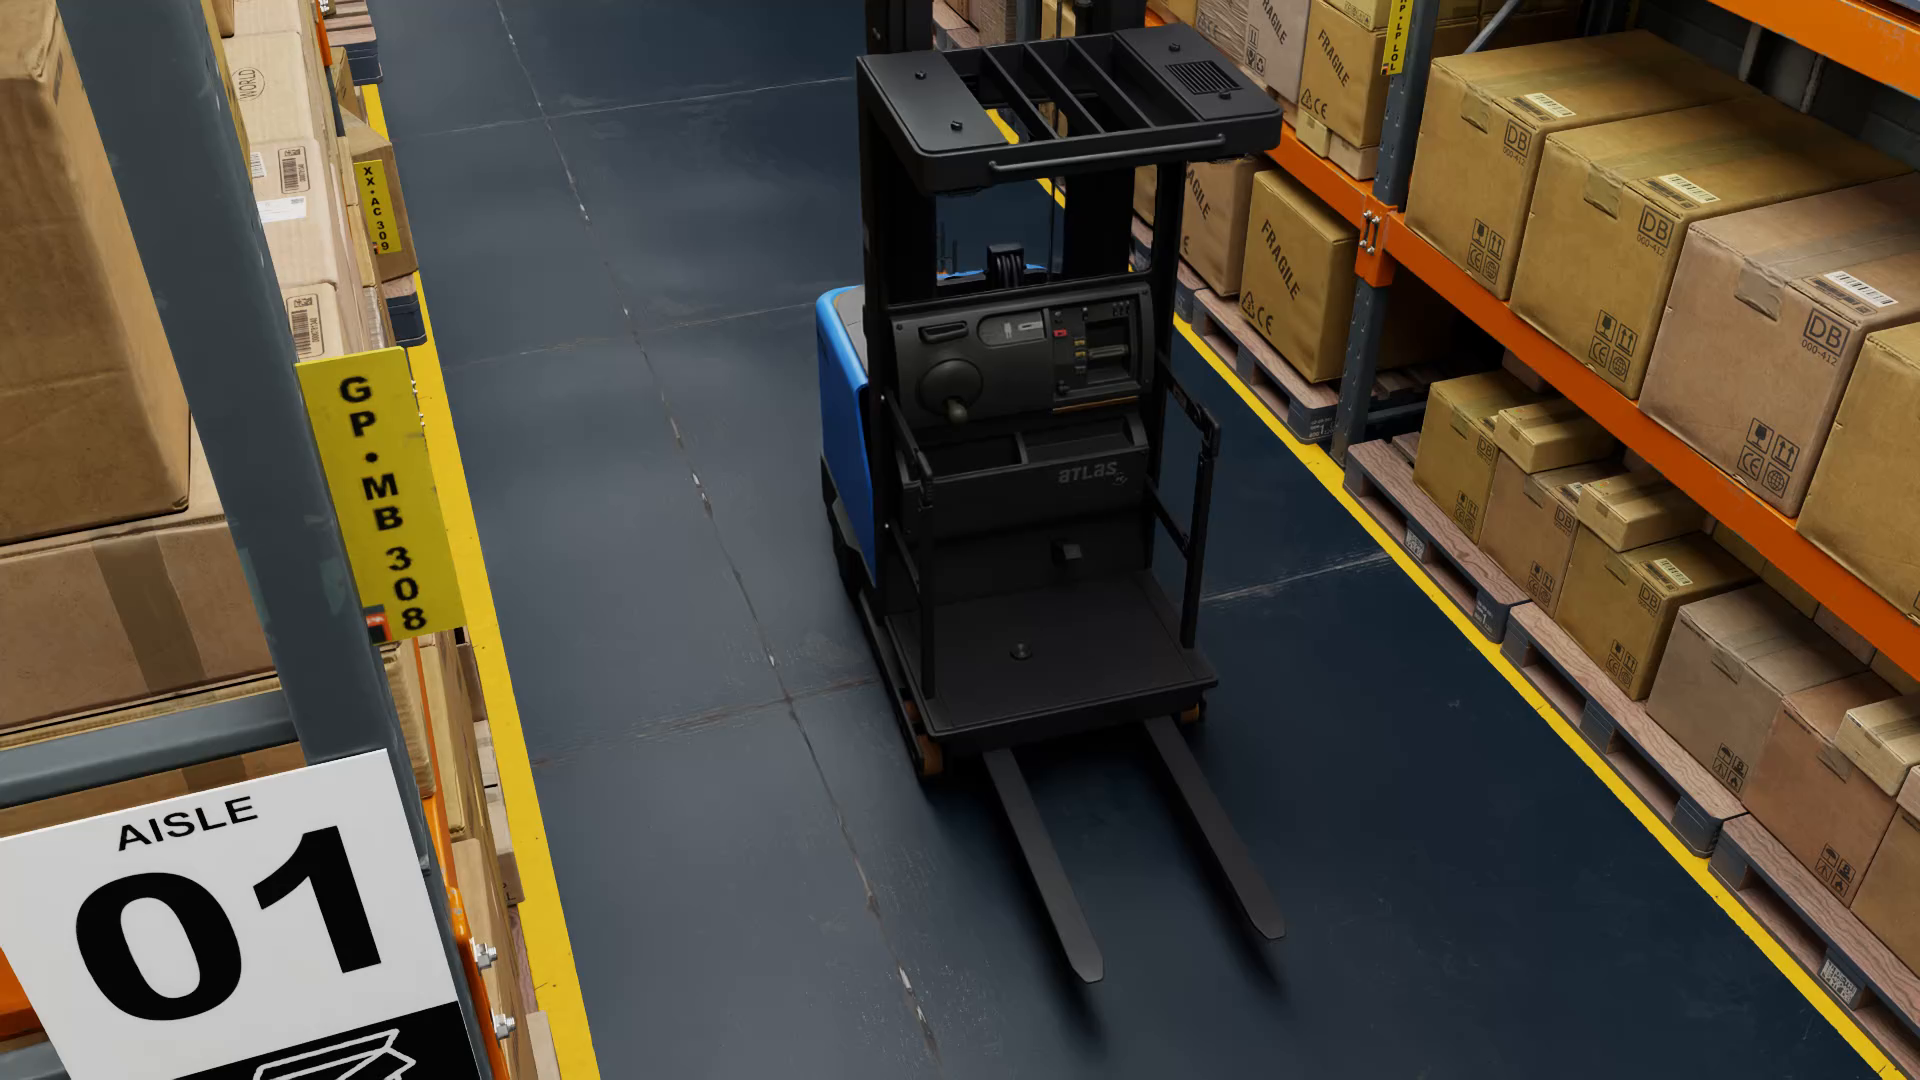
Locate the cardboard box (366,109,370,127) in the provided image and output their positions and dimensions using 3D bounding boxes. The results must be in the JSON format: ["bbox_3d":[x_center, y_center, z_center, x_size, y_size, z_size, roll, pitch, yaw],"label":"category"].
[{"bbox_3d":[-3.889,-2.603,10.150,0.500,0.250,0.500,-13,39,-17],"label":"cardboard box"}]

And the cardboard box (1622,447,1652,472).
[{"bbox_3d":[2.788,-0.323,6.376,0.380,0.149,0.250,-14,39,-17],"label":"cardboard box"}]

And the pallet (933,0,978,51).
[{"bbox_3d":[0.155,-3.937,12.302,1.003,0.211,1.213,-12,39,-16],"label":"pallet"}]

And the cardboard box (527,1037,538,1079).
[{"bbox_3d":[-0.963,1.280,2.974,0.500,0.500,0.500,-12,39,-15],"label":"cardboard box"}]

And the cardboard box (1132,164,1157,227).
[{"bbox_3d":[1.264,-2.292,9.237,0.750,0.750,0.750,-13,39,-16],"label":"cardboard box"}]

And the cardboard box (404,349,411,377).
[{"bbox_3d":[-2.904,-1.004,7.801,0.500,0.500,0.500,-14,39,-18],"label":"cardboard box"}]

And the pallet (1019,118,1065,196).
[{"bbox_3d":[1.039,-2.347,10.190,1.003,0.211,1.213,-12,39,-16],"label":"pallet"}]

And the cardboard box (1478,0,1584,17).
[{"bbox_3d":[2.302,-2.442,7.028,0.500,0.250,0.500,-11,38,-15],"label":"cardboard box"}]

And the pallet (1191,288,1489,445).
[{"bbox_3d":[1.879,-0.968,8.360,1.003,0.211,1.213,-12,39,-16],"label":"pallet"}]

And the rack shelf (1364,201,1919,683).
[{"bbox_3d":[2.904,-0.245,5.679,1.077,0.370,4.000,-12,39,-16],"label":"rack shelf"}]

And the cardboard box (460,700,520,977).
[{"bbox_3d":[-1.316,0.706,3.736,0.500,0.500,0.500,-13,39,-16],"label":"cardboard box"}]

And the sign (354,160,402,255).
[{"bbox_3d":[-1.928,-1.096,5.493,0.100,0.325,0.005,-12,39,-16],"label":"sign"}]

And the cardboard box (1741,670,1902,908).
[{"bbox_3d":[3.085,0.771,5.461,0.700,0.500,0.500,-13,39,-16],"label":"cardboard box"}]

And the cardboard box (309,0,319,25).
[{"bbox_3d":[-2.017,-1.553,4.450,0.500,0.250,0.500,-12,39,-16],"label":"cardboard box"}]

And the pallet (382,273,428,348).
[{"bbox_3d":[-2.607,-1.031,6.286,1.003,0.211,1.213,-12,39,-16],"label":"pallet"}]

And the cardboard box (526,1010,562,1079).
[{"bbox_3d":[-1.323,1.617,4.529,0.500,0.250,0.500,-12,39,-16],"label":"cardboard box"}]

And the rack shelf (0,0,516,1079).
[{"bbox_3d":[-1.746,-0.415,3.413,1.077,0.370,4.000,-12,39,-16],"label":"rack shelf"}]

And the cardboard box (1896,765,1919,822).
[{"bbox_3d":[3.042,0.760,4.937,0.380,0.149,0.250,-13,39,-16],"label":"cardboard box"}]

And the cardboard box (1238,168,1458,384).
[{"bbox_3d":[1.870,-1.311,7.935,0.750,0.750,0.750,-12,39,-15],"label":"cardboard box"}]

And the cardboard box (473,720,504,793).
[{"bbox_3d":[-1.787,0.792,5.710,0.380,0.149,0.250,-12,39,-16],"label":"cardboard box"}]

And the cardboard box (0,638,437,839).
[{"bbox_3d":[-0.996,0.145,2.196,0.500,0.250,0.500,-12,39,-16],"label":"cardboard box"}]

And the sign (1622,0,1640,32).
[{"bbox_3d":[2.736,-2.155,6.832,0.100,0.325,0.005,-12,39,-16],"label":"sign"}]

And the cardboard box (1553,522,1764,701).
[{"bbox_3d":[2.721,0.188,6.236,0.700,0.500,0.500,-12,39,-15],"label":"cardboard box"}]

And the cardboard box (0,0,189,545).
[{"bbox_3d":[-1.250,-0.299,1.746,0.700,0.500,0.500,-12,39,-16],"label":"cardboard box"}]

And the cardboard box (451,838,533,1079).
[{"bbox_3d":[-0.963,0.881,2.673,0.500,0.500,0.500,-11,38,-15],"label":"cardboard box"}]

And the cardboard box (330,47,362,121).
[{"bbox_3d":[-2.684,-1.531,6.357,0.700,0.500,0.500,-7,37,-9],"label":"cardboard box"}]

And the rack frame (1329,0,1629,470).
[{"bbox_3d":[2.215,-1.662,6.963,1.000,3.000,0.127,-12,39,-16],"label":"rack frame"}]

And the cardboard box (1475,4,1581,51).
[{"bbox_3d":[2.294,-2.140,7.252,0.500,0.500,0.500,-14,39,-17],"label":"cardboard box"}]

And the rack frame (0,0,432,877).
[{"bbox_3d":[-1.058,-0.771,0.794,1.000,3.000,0.127,-12,39,-16],"label":"rack frame"}]

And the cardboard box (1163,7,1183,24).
[{"bbox_3d":[1.273,-2.731,8.574,0.380,0.149,0.250,-12,39,-16],"label":"cardboard box"}]

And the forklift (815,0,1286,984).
[{"bbox_3d":[0.287,-0.569,5.569,1.130,2.935,3.031,-10,38,-13],"label":"forklift"}]

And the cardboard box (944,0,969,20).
[{"bbox_3d":[0.277,-4.084,11.891,0.700,0.500,0.500,-13,39,-16],"label":"cardboard box"}]

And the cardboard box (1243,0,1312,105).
[{"bbox_3d":[1.635,-2.323,7.494,0.500,0.500,0.500,-12,39,-16],"label":"cardboard box"}]

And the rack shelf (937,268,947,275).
[{"bbox_3d":[-0.156,-1.063,7.140,0.258,0.103,0.180,-10,38,-13],"label":"rack shelf"}]

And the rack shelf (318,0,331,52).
[{"bbox_3d":[-3.123,-2.675,6.412,1.077,0.370,4.000,-12,39,-16],"label":"rack shelf"}]

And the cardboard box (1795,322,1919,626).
[{"bbox_3d":[3.146,-0.217,4.795,0.980,0.700,0.700,-13,39,-16],"label":"cardboard box"}]

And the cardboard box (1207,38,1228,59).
[{"bbox_3d":[1.437,-2.428,8.173,0.380,0.149,0.250,-13,39,-17],"label":"cardboard box"}]

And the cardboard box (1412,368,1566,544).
[{"bbox_3d":[2.376,-0.387,7.000,0.700,0.500,0.500,-12,39,-15],"label":"cardboard box"}]

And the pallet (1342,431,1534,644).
[{"bbox_3d":[2.404,-0.102,7.210,1.003,0.211,1.213,-12,39,-16],"label":"pallet"}]

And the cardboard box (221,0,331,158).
[{"bbox_3d":[-1.502,-0.905,3.174,0.500,0.250,0.500,-12,39,-16],"label":"cardboard box"}]

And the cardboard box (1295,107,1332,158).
[{"bbox_3d":[1.724,-1.839,7.391,0.380,0.149,0.250,-12,39,-15],"label":"cardboard box"}]

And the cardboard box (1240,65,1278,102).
[{"bbox_3d":[1.531,-2.132,7.780,0.380,0.149,0.250,-12,39,-16],"label":"cardboard box"}]

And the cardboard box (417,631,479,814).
[{"bbox_3d":[-1.318,0.304,3.440,0.500,0.500,0.500,-12,39,-15],"label":"cardboard box"}]

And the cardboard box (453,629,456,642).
[{"bbox_3d":[-1.664,0.136,4.493,0.500,0.500,0.500,-12,39,-15],"label":"cardboard box"}]

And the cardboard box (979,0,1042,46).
[{"bbox_3d":[0.542,-3.495,11.108,0.700,0.500,0.500,-12,39,-15],"label":"cardboard box"}]

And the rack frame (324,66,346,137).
[{"bbox_3d":[-2.434,-0.634,5.599,1.000,3.000,0.127,-12,39,-16],"label":"rack frame"}]

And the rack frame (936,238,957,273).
[{"bbox_3d":[-0.131,-0.758,7.260,0.240,1.200,0.006,-10,38,-13],"label":"rack frame"}]

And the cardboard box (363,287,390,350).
[{"bbox_3d":[-1.665,-0.268,4.198,0.500,0.500,0.500,-12,39,-16],"label":"cardboard box"}]

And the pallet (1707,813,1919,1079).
[{"bbox_3d":[3.243,1.276,5.380,1.003,0.211,1.213,-12,39,-16],"label":"pallet"}]

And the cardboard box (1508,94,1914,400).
[{"bbox_3d":[2.633,-1.058,5.912,0.980,0.700,0.700,-13,39,-17],"label":"cardboard box"}]

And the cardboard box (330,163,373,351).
[{"bbox_3d":[-1.330,-0.423,2.949,0.500,0.250,0.500,-12,39,-16],"label":"cardboard box"}]

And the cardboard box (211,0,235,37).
[{"bbox_3d":[-1.700,-1.161,2.890,0.700,0.500,0.500,-12,39,-16],"label":"cardboard box"}]

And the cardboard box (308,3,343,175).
[{"bbox_3d":[-1.675,-0.987,3.699,0.500,0.250,0.500,-12,39,-16],"label":"cardboard box"}]

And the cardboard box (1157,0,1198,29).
[{"bbox_3d":[1.293,-2.890,8.246,0.500,0.500,0.500,-11,38,-15],"label":"cardboard box"}]

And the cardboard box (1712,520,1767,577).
[{"bbox_3d":[2.963,-0.035,5.993,0.380,0.149,0.250,-13,39,-17],"label":"cardboard box"}]

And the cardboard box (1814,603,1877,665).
[{"bbox_3d":[3.139,0.253,5.610,0.380,0.149,0.250,-12,39,-15],"label":"cardboard box"}]

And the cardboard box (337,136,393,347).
[{"bbox_3d":[-2.017,-0.841,4.960,0.500,0.500,0.500,-12,39,-16],"label":"cardboard box"}]

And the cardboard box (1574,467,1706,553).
[{"bbox_3d":[2.503,-0.120,6.106,0.380,0.149,0.250,-14,39,-17],"label":"cardboard box"}]

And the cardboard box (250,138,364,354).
[{"bbox_3d":[-1.156,-0.340,2.425,0.500,0.250,0.500,-12,39,-16],"label":"cardboard box"}]

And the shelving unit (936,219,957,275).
[{"bbox_3d":[-0.156,-0.811,7.330,0.258,1.200,0.189,-10,38,-13],"label":"shelving unit"}]
